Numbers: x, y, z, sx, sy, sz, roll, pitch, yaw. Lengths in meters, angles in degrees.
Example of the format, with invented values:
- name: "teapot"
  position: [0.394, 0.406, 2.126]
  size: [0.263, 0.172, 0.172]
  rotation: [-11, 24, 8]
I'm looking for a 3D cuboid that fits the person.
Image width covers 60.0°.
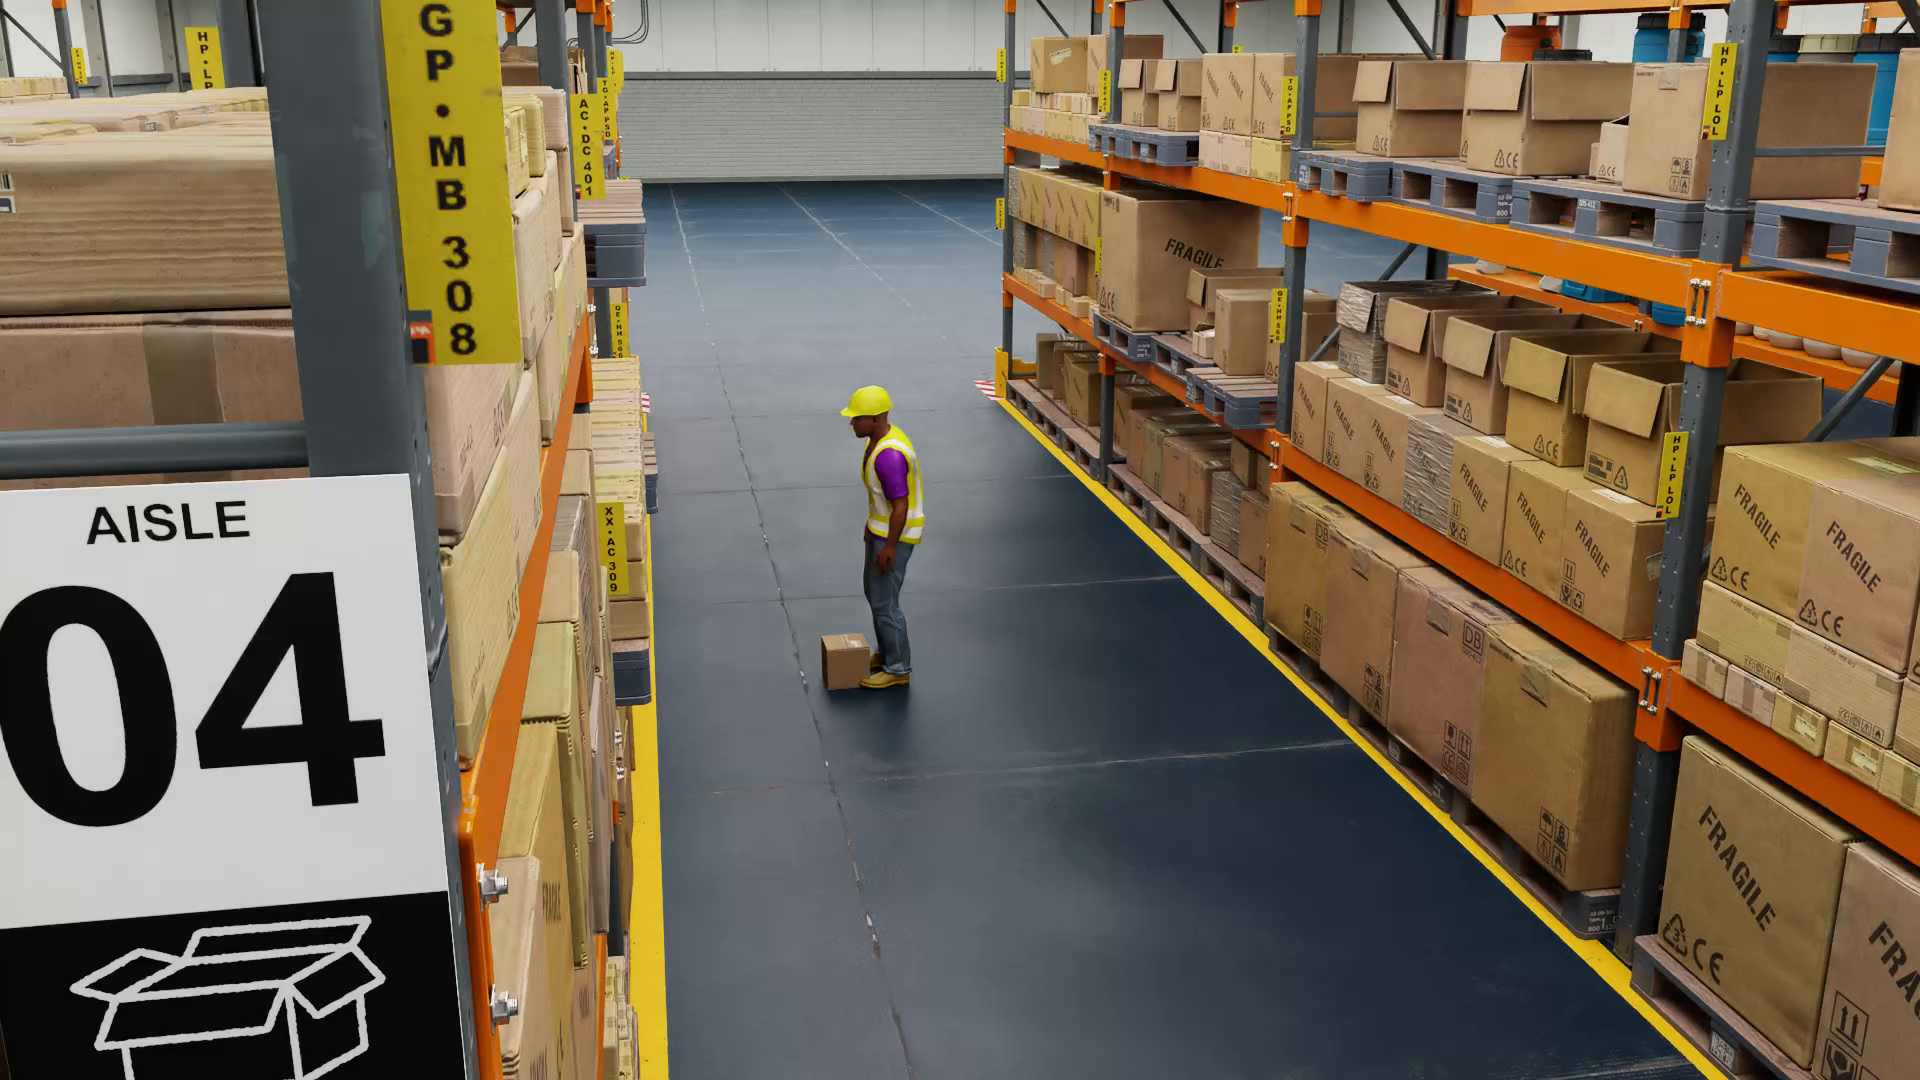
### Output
- name: "person"
  position: [-0.447, -0.029, 9.602]
  size: [0.461, 1.760, 0.625]
  rotation: [-3, 17, -11]
